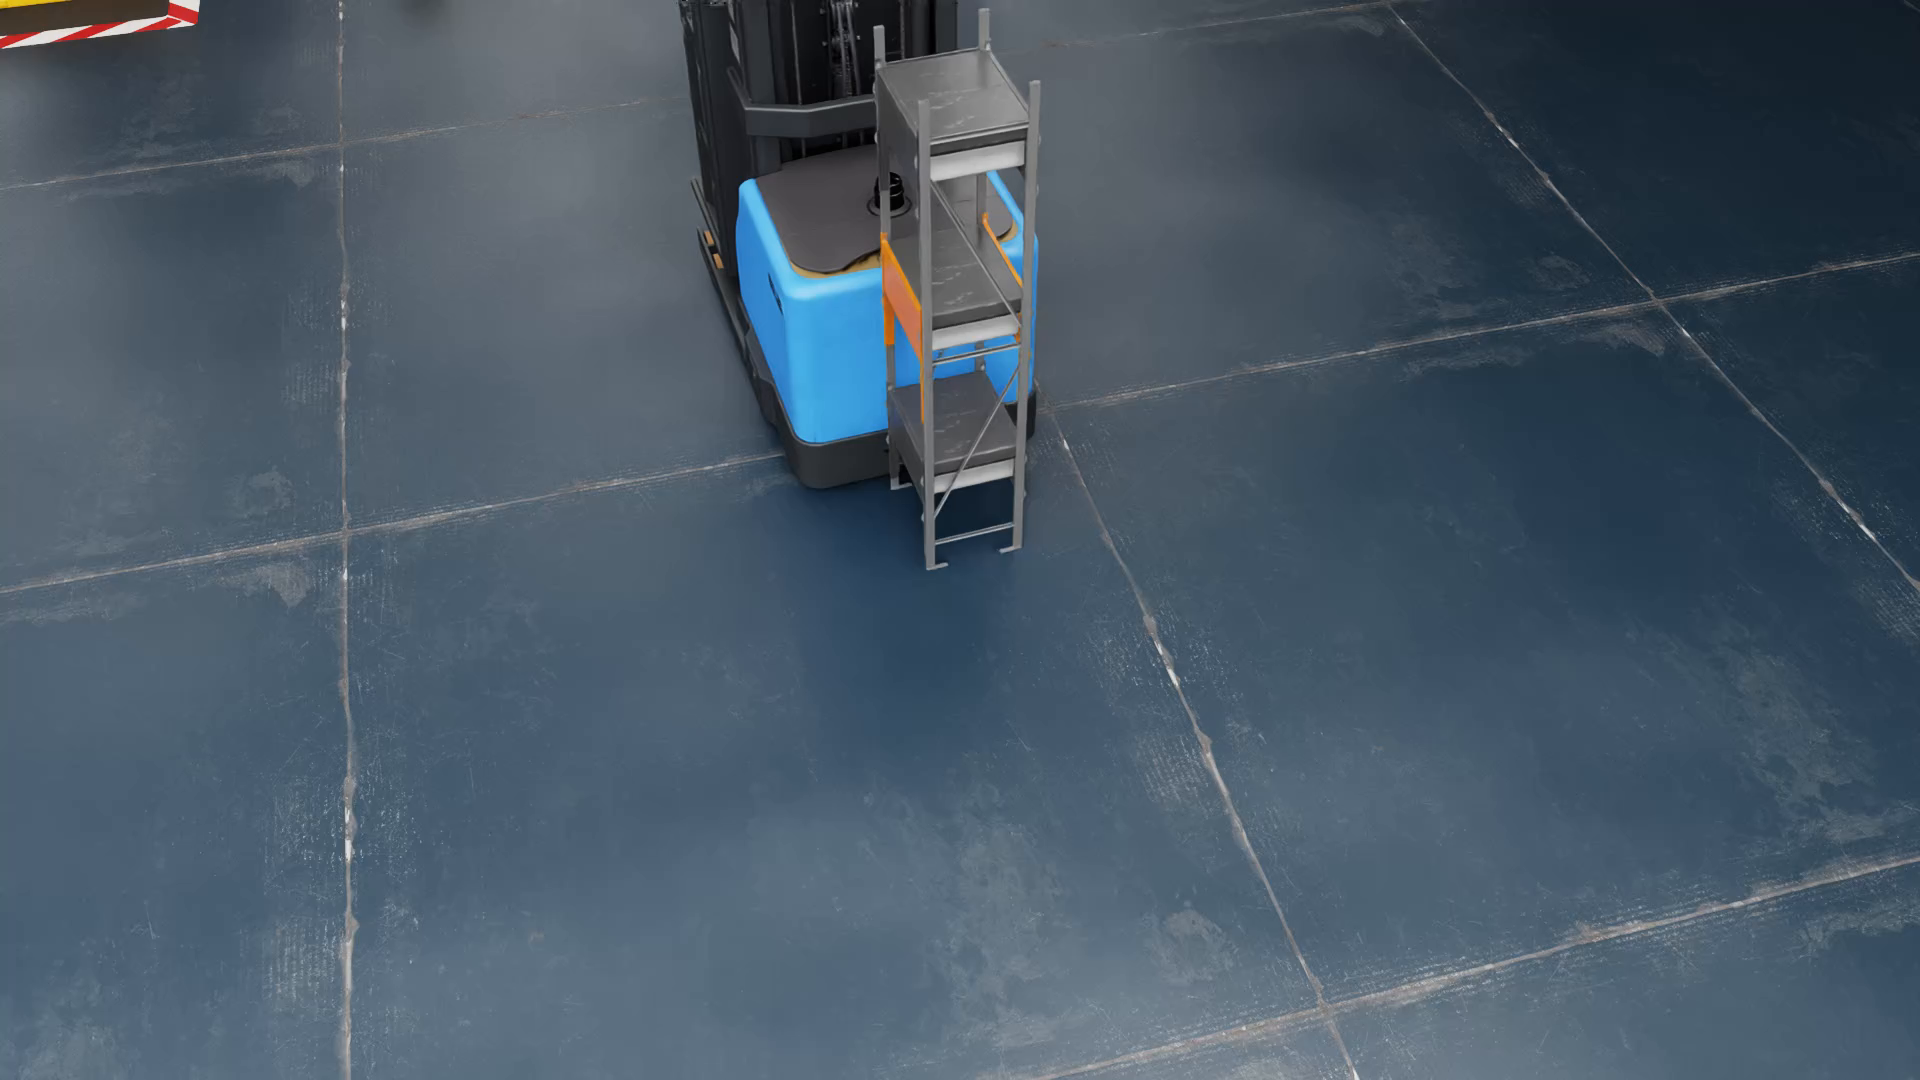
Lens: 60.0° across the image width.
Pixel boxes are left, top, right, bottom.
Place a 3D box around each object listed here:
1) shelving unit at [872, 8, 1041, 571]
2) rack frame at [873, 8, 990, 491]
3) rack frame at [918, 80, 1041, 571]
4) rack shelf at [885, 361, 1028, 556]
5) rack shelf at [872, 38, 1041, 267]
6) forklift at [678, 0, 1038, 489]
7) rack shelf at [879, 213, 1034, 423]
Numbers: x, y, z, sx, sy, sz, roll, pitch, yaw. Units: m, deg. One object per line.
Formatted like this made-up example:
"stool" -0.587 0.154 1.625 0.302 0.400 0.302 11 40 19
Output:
"shelving unit" -0.019 -0.825 6.088 0.431 2.100 0.503 -13 47 -13
"rack frame" -0.096 -0.990 6.249 0.400 2.100 0.015 -13 47 -13
"rack frame" 0.059 -0.660 5.926 0.400 2.100 0.015 -13 47 -13
"rack shelf" -0.020 -0.325 6.597 0.431 0.518 0.480 -13 47 -13
"rack shelf" -0.017 -1.306 5.598 0.431 0.518 0.480 -13 47 -13
"forklift" -0.627 -2.311 6.963 1.130 2.935 3.031 -13 47 -13
"rack shelf" -0.019 -0.815 6.097 0.431 0.518 0.480 -13 47 -13
